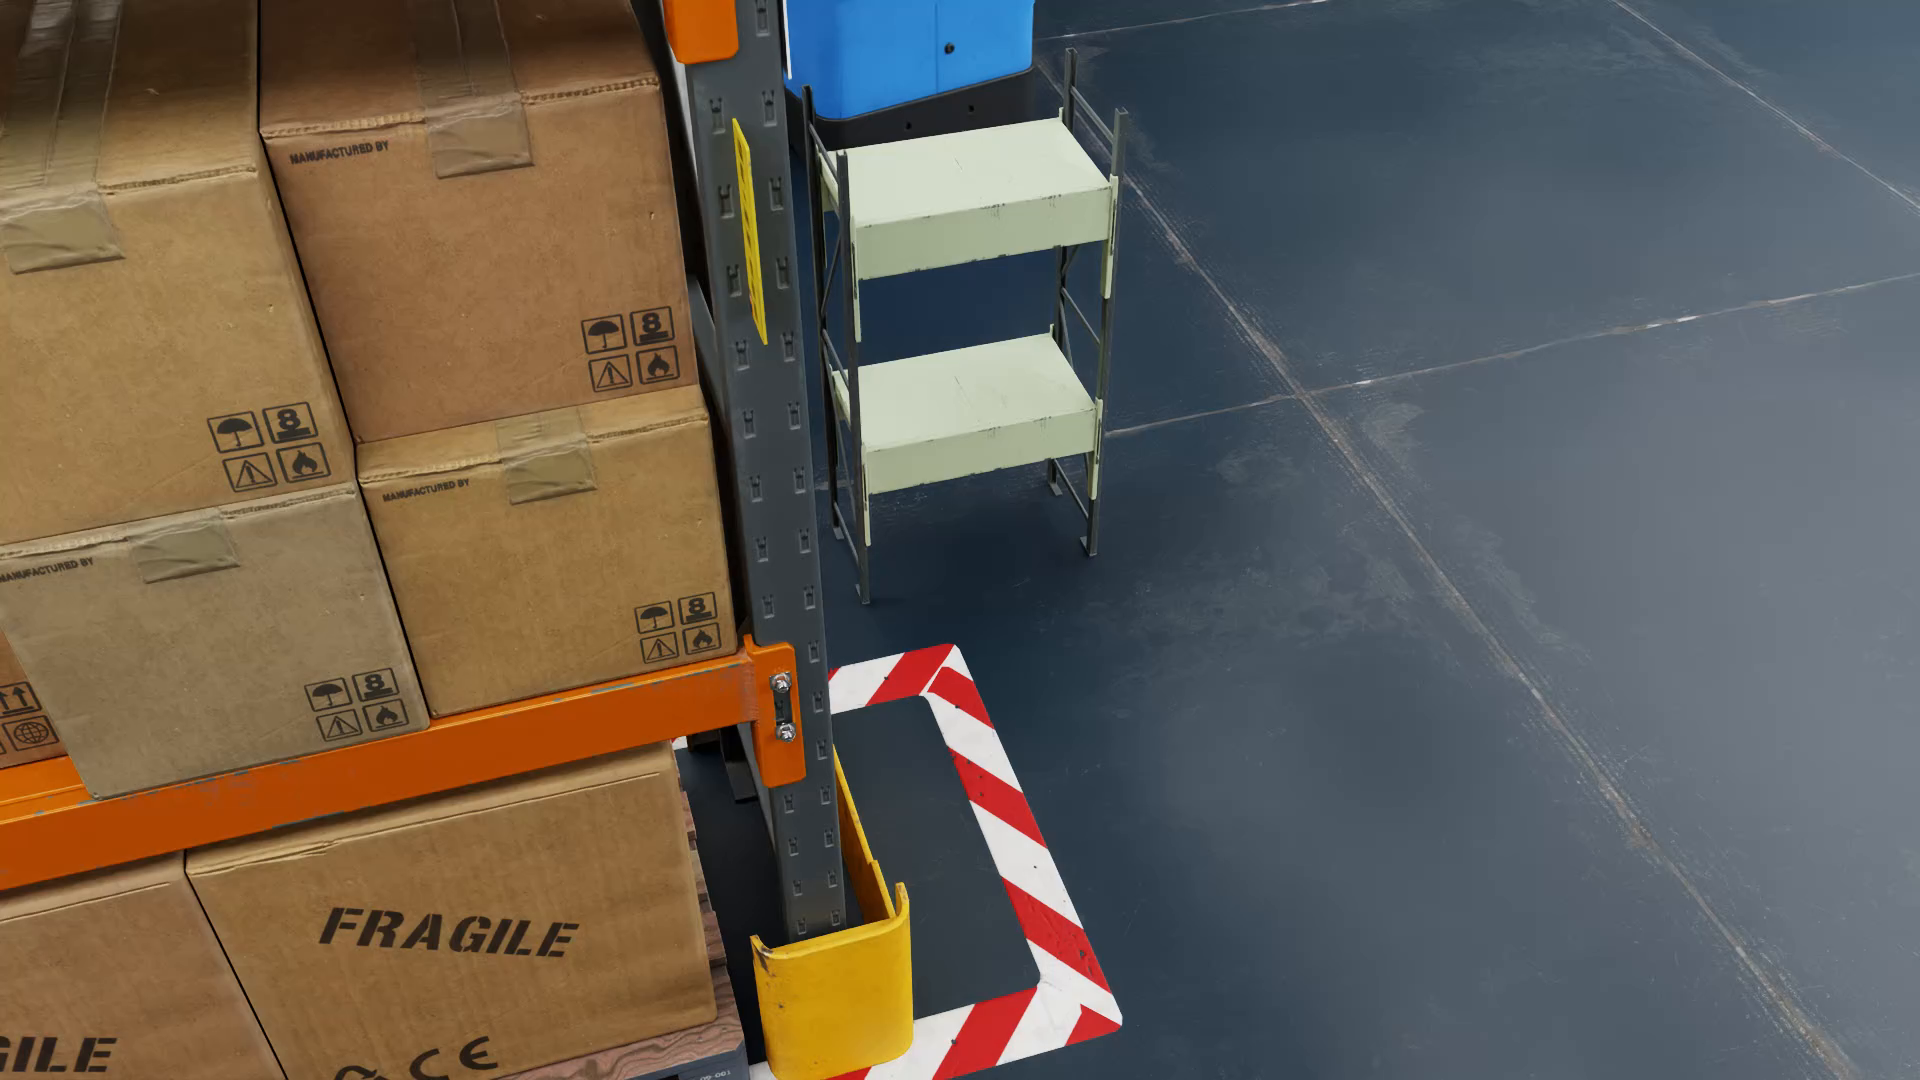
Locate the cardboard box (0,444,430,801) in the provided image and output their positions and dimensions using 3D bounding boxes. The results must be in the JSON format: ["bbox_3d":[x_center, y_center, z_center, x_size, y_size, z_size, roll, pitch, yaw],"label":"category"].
[{"bbox_3d":[-1.314,-0.095,2.964,0.550,0.550,0.875,-12,42,-13],"label":"cardboard box"}]

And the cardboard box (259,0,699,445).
[{"bbox_3d":[-0.821,-0.676,2.810,0.550,0.550,0.875,-12,42,-13],"label":"cardboard box"}]

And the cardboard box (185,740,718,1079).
[{"bbox_3d":[-1.082,0.555,3.630,0.875,0.875,0.875,-11,42,-13],"label":"cardboard box"}]

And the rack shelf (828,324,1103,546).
[{"bbox_3d":[0.006,-0.321,4.973,0.720,0.370,0.431,-12,42,-13],"label":"rack shelf"}]

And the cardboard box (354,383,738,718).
[{"bbox_3d":[-0.796,-0.217,3.104,0.550,0.550,0.875,-12,42,-13],"label":"cardboard box"}]

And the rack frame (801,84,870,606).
[{"bbox_3d":[-0.343,-0.494,4.675,0.023,1.500,0.400,-12,42,-13],"label":"rack frame"}]

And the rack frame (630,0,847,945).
[{"bbox_3d":[-0.455,-0.262,3.270,0.127,3.000,1.000,-12,42,-13],"label":"rack frame"}]

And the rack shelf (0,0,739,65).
[{"bbox_3d":[-2.363,-0.726,2.068,4.000,0.370,1.077,-12,42,-13],"label":"rack shelf"}]

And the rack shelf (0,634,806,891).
[{"bbox_3d":[-2.363,0.404,3.055,4.000,0.370,1.077,-12,42,-13],"label":"rack shelf"}]

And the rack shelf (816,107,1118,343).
[{"bbox_3d":[0.006,-0.860,4.501,0.720,0.370,0.431,-12,42,-13],"label":"rack shelf"}]

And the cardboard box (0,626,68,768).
[{"bbox_3d":[-1.885,-0.063,2.928,0.550,0.550,0.875,-12,42,-13],"label":"cardboard box"}]

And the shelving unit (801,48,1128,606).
[{"bbox_3d":[0.006,-0.566,4.758,0.755,1.500,0.431,-12,42,-13],"label":"shelving unit"}]

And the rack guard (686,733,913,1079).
[{"bbox_3d":[-0.432,0.674,4.098,0.348,0.500,1.175,-12,42,-13],"label":"rack guard"}]

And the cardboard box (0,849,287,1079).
[{"bbox_3d":[-1.921,0.730,3.430,0.875,0.875,0.875,-12,43,-14],"label":"cardboard box"}]

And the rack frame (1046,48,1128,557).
[{"bbox_3d":[0.355,-0.638,4.841,0.023,1.500,0.400,-12,42,-13],"label":"rack frame"}]

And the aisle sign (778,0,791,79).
[{"bbox_3d":[-0.297,-1.067,2.216,0.004,0.787,0.394,-12,42,-13],"label":"aisle sign"}]

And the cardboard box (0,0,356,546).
[{"bbox_3d":[-1.318,-0.510,2.619,0.550,0.550,0.875,-12,42,-13],"label":"cardboard box"}]

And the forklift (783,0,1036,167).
[{"bbox_3d":[-0.861,-3.567,7.105,1.130,2.935,3.031,-21,45,-23],"label":"forklift"}]

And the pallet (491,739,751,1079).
[{"bbox_3d":[-1.194,0.995,3.951,1.213,0.211,1.003,-12,42,-13],"label":"pallet"}]

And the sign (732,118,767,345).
[{"bbox_3d":[-0.305,-0.444,2.419,0.005,0.325,0.100,-12,42,-13],"label":"sign"}]
